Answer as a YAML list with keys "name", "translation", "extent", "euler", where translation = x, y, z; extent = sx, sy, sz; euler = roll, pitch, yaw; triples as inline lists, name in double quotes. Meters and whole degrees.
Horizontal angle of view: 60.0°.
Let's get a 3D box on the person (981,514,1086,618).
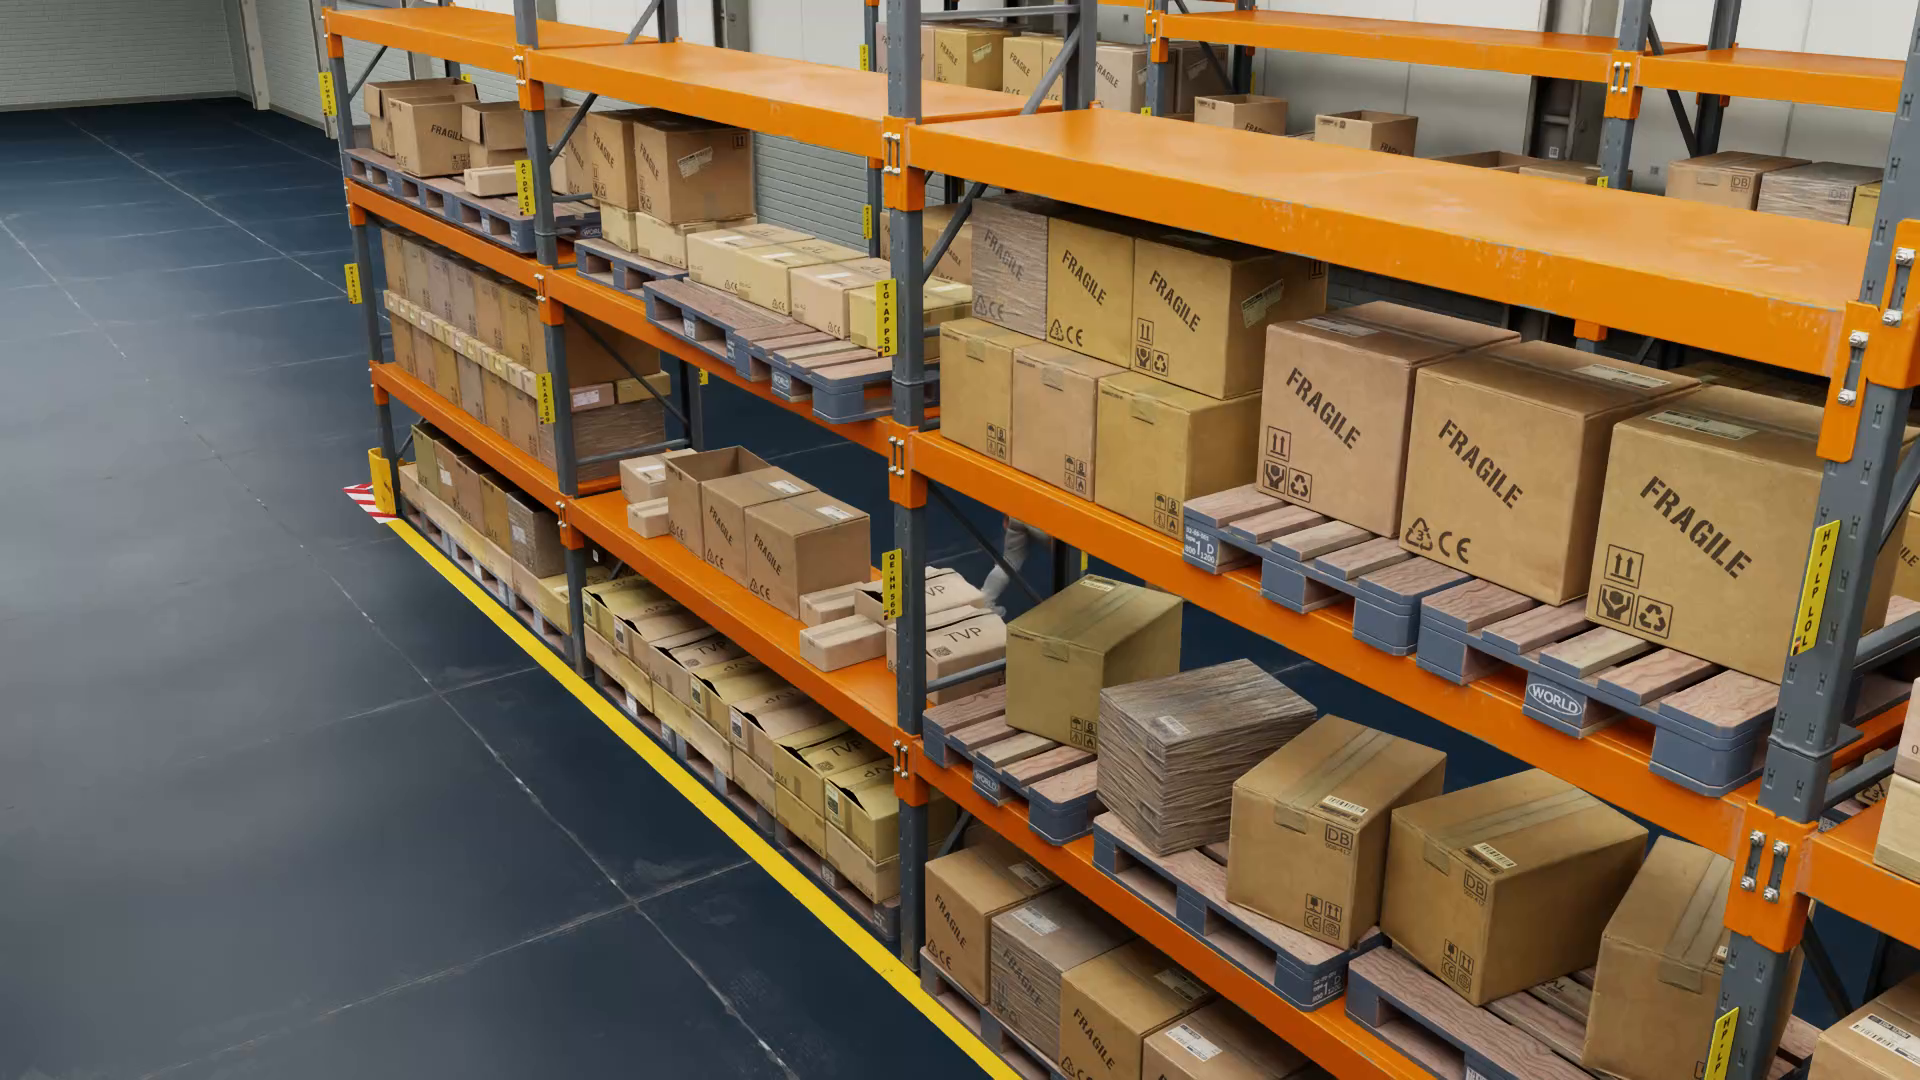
- name: "person"
  translation: [0.604, -0.171, 11.848]
  extent: [1.000, 1.610, 0.541]
  euler: [-17, 27, -36]
